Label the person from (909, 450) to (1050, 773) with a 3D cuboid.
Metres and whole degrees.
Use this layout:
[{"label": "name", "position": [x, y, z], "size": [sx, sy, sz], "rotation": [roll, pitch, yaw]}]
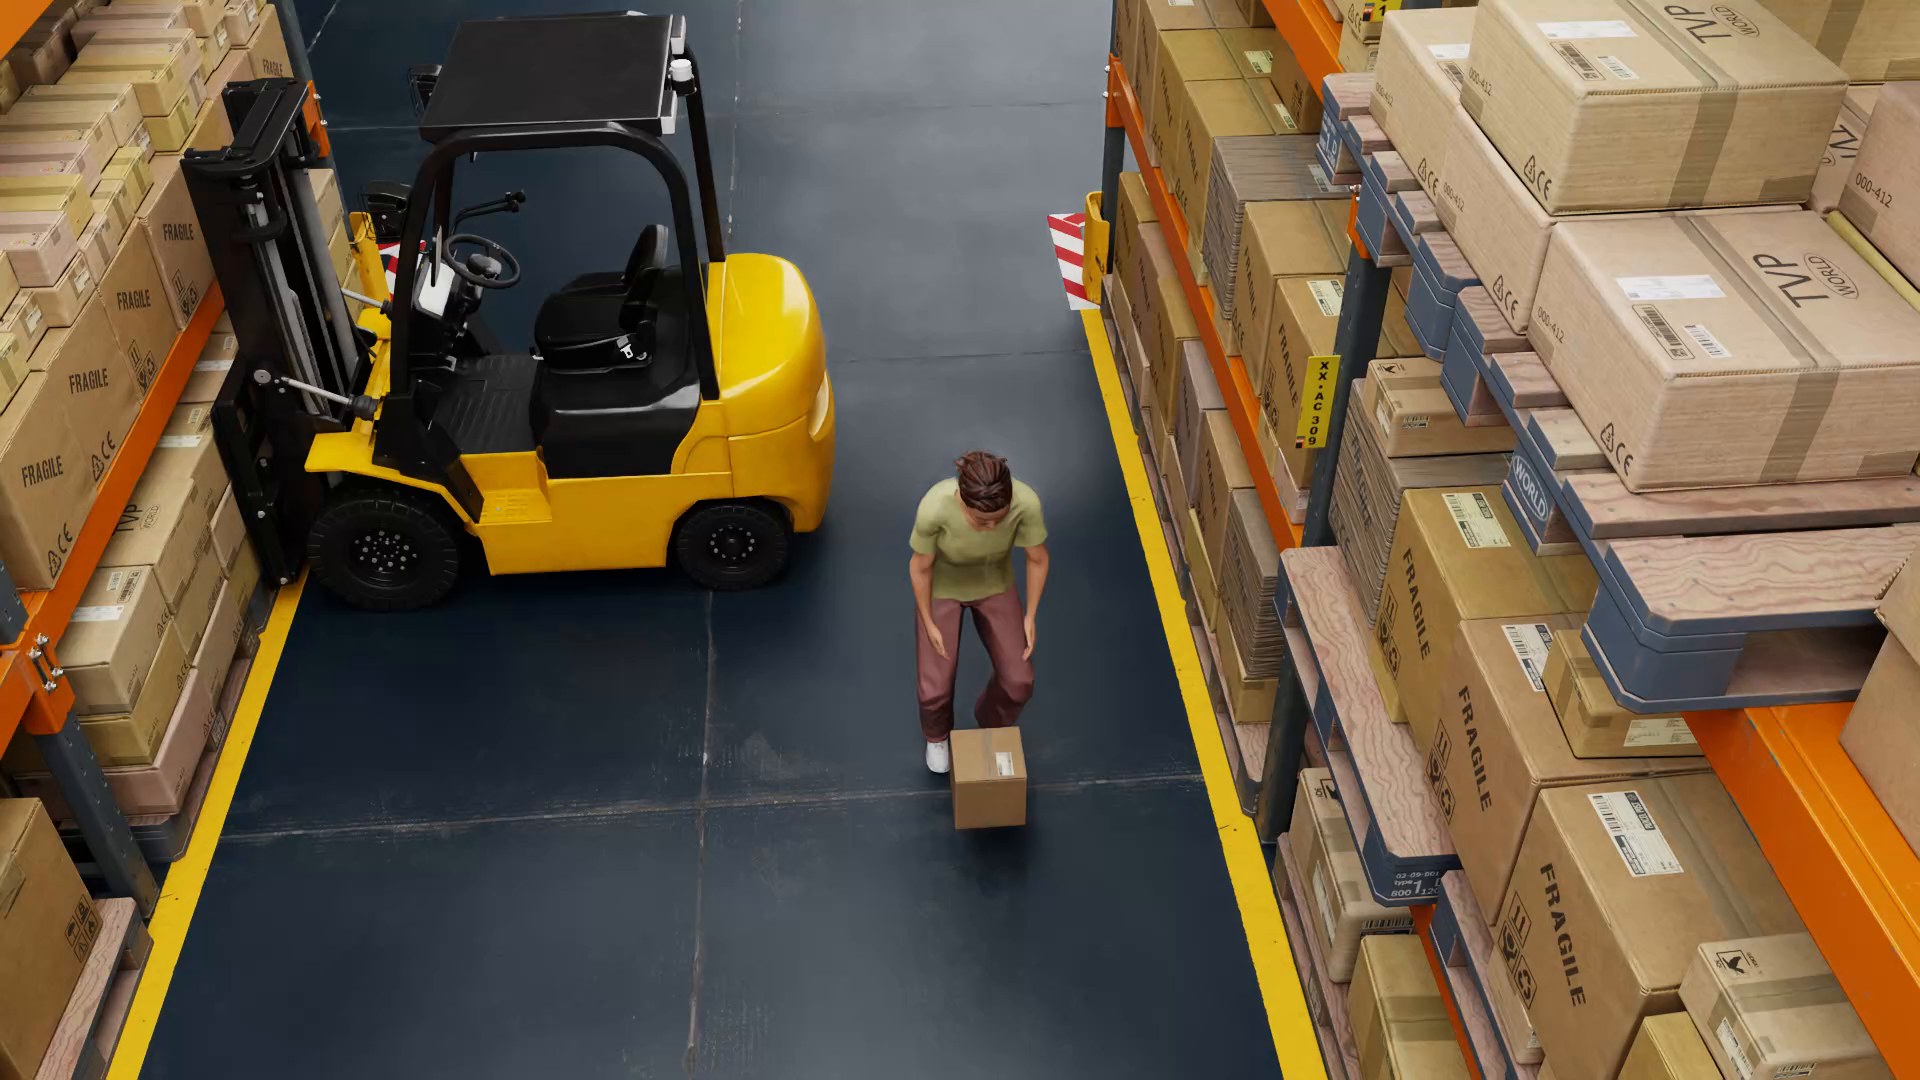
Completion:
[{"label": "person", "position": [0.067, 0.236, 6.000], "size": [0.498, 1.515, 0.533], "rotation": [-4, 39, -5]}]
